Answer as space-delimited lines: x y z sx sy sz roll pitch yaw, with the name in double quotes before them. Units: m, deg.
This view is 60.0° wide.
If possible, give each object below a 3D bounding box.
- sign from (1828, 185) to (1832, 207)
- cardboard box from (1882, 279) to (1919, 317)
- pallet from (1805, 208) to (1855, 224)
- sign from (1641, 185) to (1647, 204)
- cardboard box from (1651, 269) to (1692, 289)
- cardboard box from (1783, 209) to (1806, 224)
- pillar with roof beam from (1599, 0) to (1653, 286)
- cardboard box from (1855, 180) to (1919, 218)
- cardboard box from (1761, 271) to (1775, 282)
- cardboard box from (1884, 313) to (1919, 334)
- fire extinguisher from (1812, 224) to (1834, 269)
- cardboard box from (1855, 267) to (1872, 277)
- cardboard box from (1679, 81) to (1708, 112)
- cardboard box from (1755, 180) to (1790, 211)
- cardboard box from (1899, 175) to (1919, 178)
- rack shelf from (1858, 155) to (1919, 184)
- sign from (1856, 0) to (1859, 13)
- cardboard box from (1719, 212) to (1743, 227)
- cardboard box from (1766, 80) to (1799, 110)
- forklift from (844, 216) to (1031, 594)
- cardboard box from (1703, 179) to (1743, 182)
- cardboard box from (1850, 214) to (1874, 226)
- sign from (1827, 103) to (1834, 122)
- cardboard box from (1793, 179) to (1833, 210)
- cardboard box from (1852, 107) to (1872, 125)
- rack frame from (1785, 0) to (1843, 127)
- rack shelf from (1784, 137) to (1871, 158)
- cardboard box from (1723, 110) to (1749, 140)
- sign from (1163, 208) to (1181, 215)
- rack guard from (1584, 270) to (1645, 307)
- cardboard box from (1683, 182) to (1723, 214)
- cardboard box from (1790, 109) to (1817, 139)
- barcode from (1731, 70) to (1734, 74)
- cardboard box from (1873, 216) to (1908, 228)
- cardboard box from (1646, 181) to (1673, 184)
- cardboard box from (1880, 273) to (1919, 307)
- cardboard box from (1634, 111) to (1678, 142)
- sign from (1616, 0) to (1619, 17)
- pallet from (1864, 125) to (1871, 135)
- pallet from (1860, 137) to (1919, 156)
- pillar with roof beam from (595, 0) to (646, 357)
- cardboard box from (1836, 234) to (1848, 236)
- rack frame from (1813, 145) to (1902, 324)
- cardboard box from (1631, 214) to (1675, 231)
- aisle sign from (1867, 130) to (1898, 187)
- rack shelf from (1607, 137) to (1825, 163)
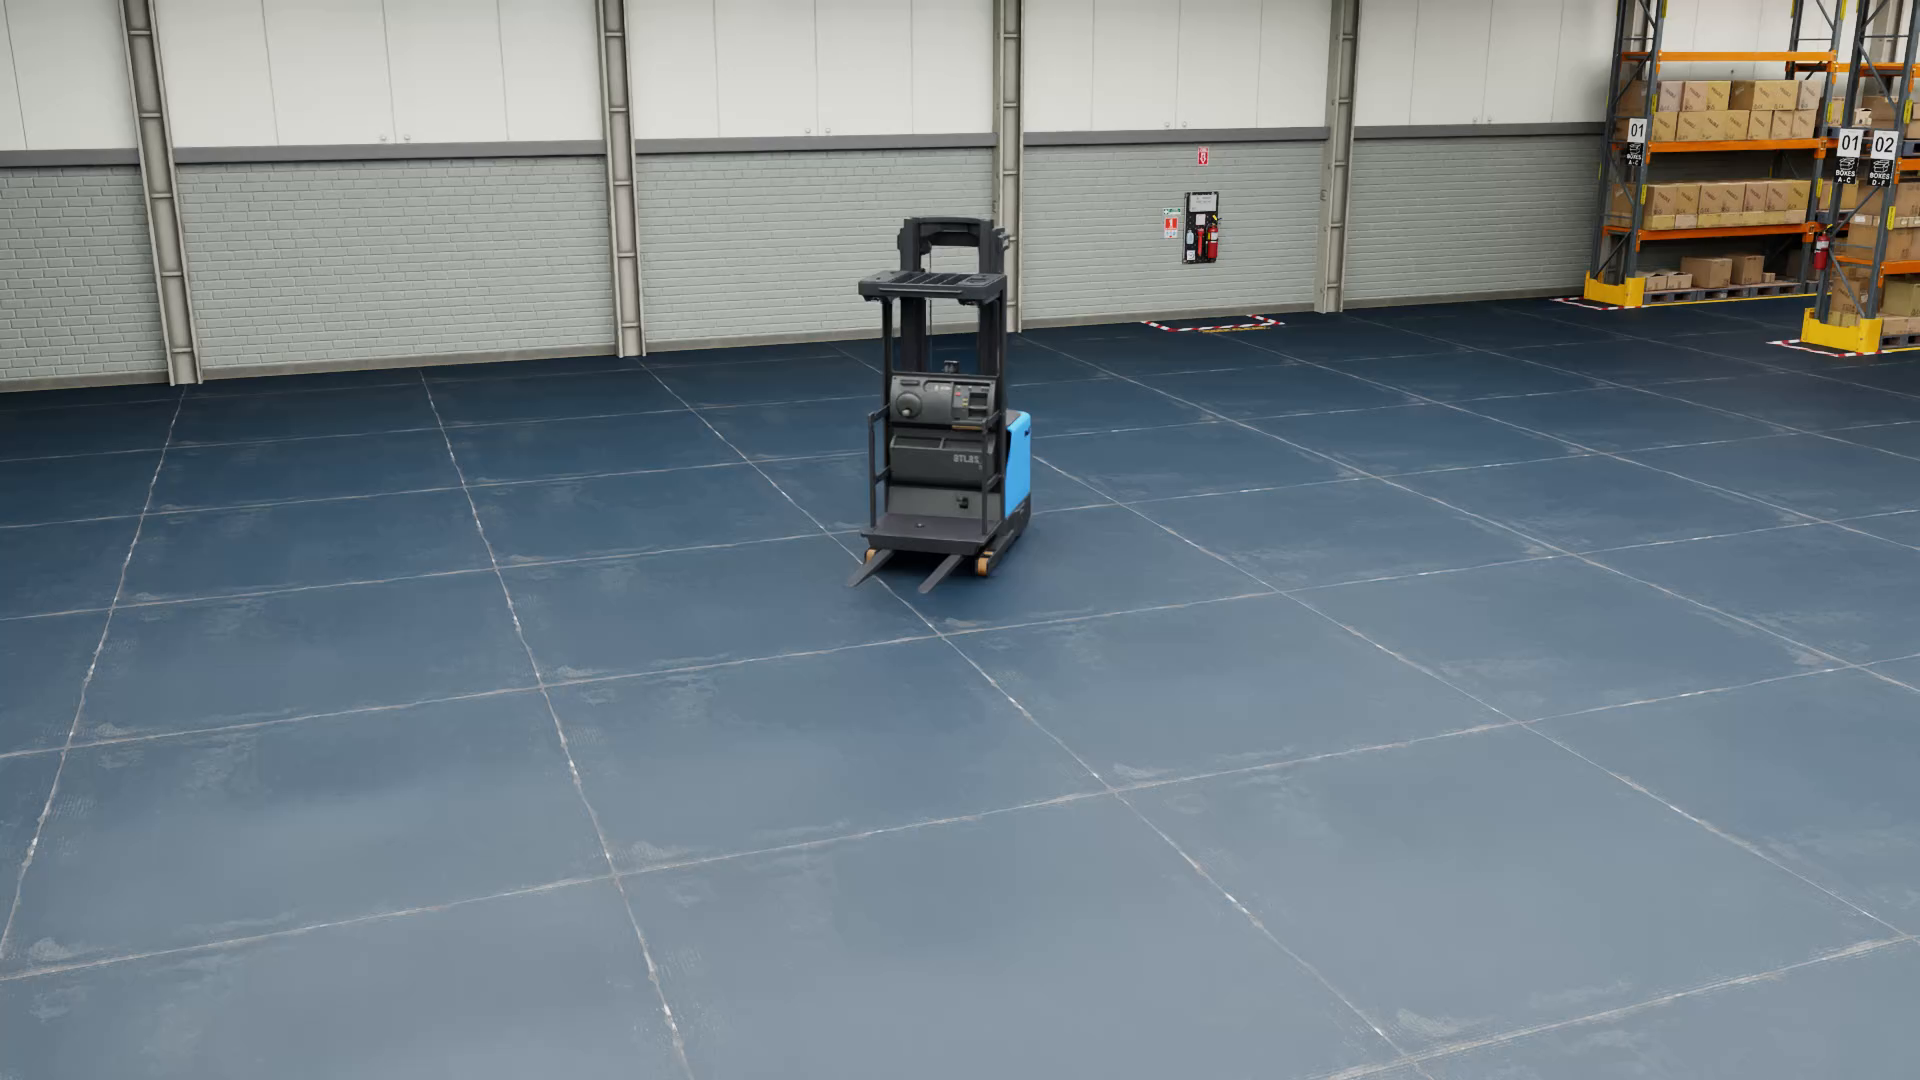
"sign" 13.198 -5.202 25.165 0.005 0.325 0.100 -6 17 -20
"cardboard box" 14.426 -3.677 25.251 0.500 0.500 0.500 -6 17 -20
"pallet" 16.104 -6.041 30.840 1.213 0.211 1.003 -6 17 -20
"sign" 11.797 -5.964 28.699 0.005 0.325 0.100 -6 17 -20
"cardboard box" 12.814 -4.716 29.977 0.500 0.311 0.500 -5 17 -15
"cardboard box" 15.004 -5.905 30.265 0.500 0.250 0.500 -6 17 -20
"pillar with roof beam" 13.488 -7.735 25.620 0.400 9.000 9.100 -6 17 -20
"cardboard box" 13.869 -5.108 24.840 0.500 0.500 0.700 -6 17 -20
"cardboard box" 14.849 -4.884 30.807 0.250 0.166 0.380 -9 18 -27
"cardboard box" 14.425 -3.318 25.358 0.500 0.250 0.500 -6 17 -20
"fire extinguisher" 13.103 -4.462 25.257 0.183 0.674 0.296 -6 17 -20
"cardboard box" 16.975 -5.291 31.600 0.500 0.500 0.700 -6 17 -19
"cardboard box" 12.536 -7.680 28.768 0.500 0.500 0.500 -6 18 -21
"cardboard box" 14.543 -6.211 29.977 0.500 0.500 0.500 -6 17 -20
"cardboard box" 18.126 -6.643 31.591 0.500 0.500 0.700 -8 18 -25
"rack shelf" 15.247 -5.684 25.236 4.000 0.370 1.077 -6 17 -20
"sign" 13.198 -7.897 24.373 0.005 0.325 0.100 -6 17 -20
"cardboard box" 13.603 -5.751 29.741 0.500 0.250 0.500 -6 17 -20
"cardboard box" 14.457 -7.891 29.487 0.500 0.500 0.500 -5 17 -17
"forklift" -0.203 -1.212 14.177 1.130 2.935 3.031 4 17 14
"cardboard box" 13.873 -6.300 30.279 0.500 0.500 0.500 -6 17 -19
"cardboard box" 13.668 -4.836 25.067 0.250 0.149 0.380 -6 18 -21
"sign" 15.540 -7.640 29.702 0.005 0.325 0.100 -6 17 -20
"cardboard box" 15.826 -6.396 30.749 0.500 0.500 0.700 -6 17 -20
"cardboard box" 16.452 -7.789 30.539 0.500 0.311 0.500 -6 17 -18
"rack frame" 15.338 -8.973 29.835 0.127 3.000 1.000 -6 17 -20
"rack shelf" 17.206 -7.390 31.046 4.000 0.370 1.077 -6 17 -20
"cardboard box" 13.495 -7.314 29.296 0.500 0.500 0.500 -5 17 -17
"sign" 3.478 -5.386 27.265 0.331 0.109 0.001 -6 17 -20
"rack guard" 11.674 -4.500 29.686 0.348 0.500 1.175 -6 17 -20
"cardboard box" 13.106 -6.055 29.447 0.500 0.500 0.500 -7 18 -22
"cardboard box" 14.953 -7.475 29.845 0.500 0.500 0.500 -6 17 -19
"barcode" 13.886 -8.418 29.898 0.075 0.075 0.001 -6 17 -20
"cardboard box" 13.823 -4.731 24.707 0.250 0.149 0.380 -6 18 -20
"cardboard box" 12.441 -6.140 29.736 0.500 0.500 0.500 -6 17 -19
"cardboard box" 14.702 -3.867 25.900 0.500 0.500 0.500 -6 17 -20
"cardboard box" 12.005 -7.156 28.758 0.500 0.500 0.500 -6 17 -19
"sign" 11.424 -9.242 28.812 0.005 0.325 0.100 -6 17 -20
"pallet" 16.920 -7.583 30.760 1.003 0.211 1.213 -6 17 -20
"pallet" 14.049 -5.850 24.680 1.213 0.211 1.003 -6 17 -20
"pillar with roof beam" -3.321 -5.921 19.440 0.400 9.000 9.100 -6 17 -20
"cardboard box" 16.914 -5.644 31.469 0.500 0.250 0.500 -7 18 -22
"rack frame" 13.379 -4.388 24.870 0.127 3.000 1.000 -6 17 -20
"cardboard box" 12.172 -5.595 29.209 0.500 0.250 0.500 -7 18 -22
"aisle sign" 13.427 -5.549 24.207 0.004 0.787 0.394 -6 17 -20
"rack shelf" 13.471 -6.987 29.673 4.000 0.370 1.077 -6 17 -20
